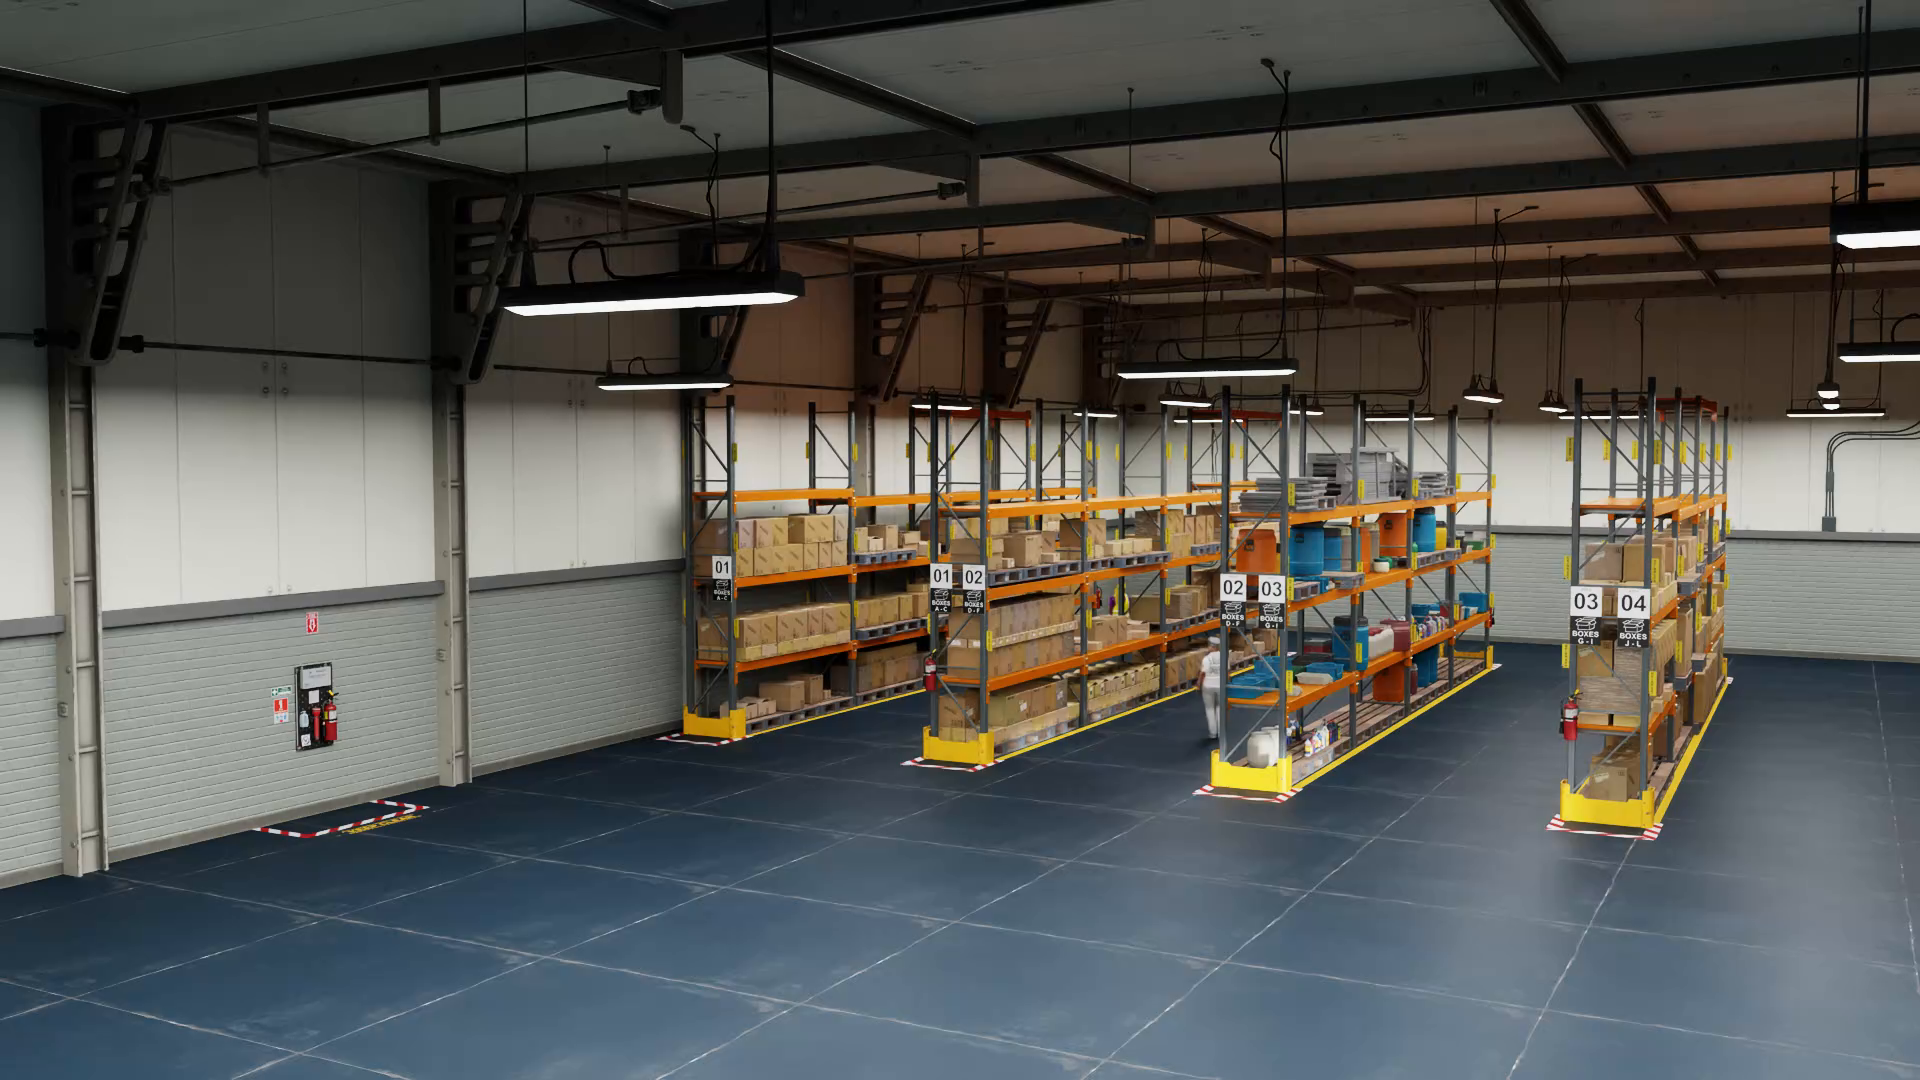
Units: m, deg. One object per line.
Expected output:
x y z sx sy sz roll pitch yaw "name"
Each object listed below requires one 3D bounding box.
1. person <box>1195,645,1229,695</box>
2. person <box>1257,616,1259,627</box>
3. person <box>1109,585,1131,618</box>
4.427 2.253 29.064 0.580 1.025 0.394 -1 3 -12 "person"
7.868 1.986 42.898 0.472 1.382 0.382 0 3 -2 "person"
4.000 1.913 41.279 0.644 1.705 0.415 -1 3 -26 "person"
